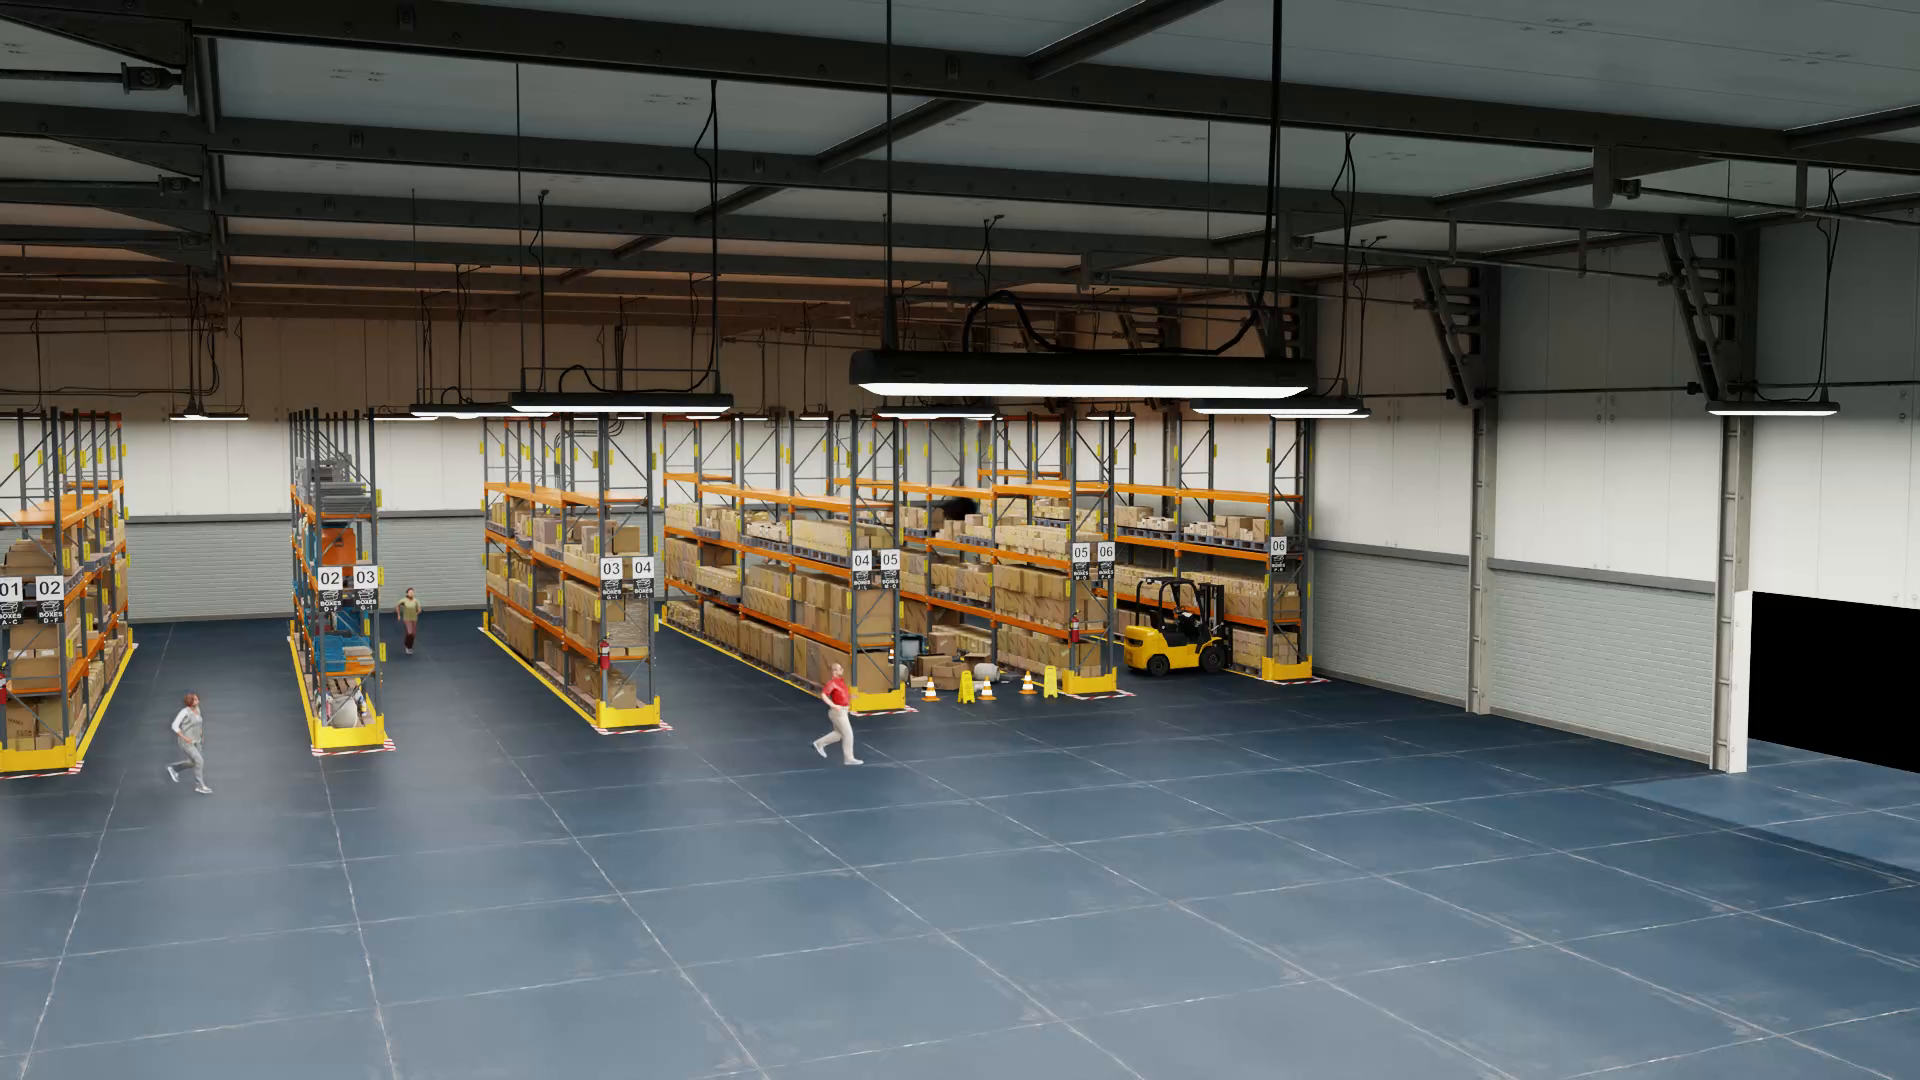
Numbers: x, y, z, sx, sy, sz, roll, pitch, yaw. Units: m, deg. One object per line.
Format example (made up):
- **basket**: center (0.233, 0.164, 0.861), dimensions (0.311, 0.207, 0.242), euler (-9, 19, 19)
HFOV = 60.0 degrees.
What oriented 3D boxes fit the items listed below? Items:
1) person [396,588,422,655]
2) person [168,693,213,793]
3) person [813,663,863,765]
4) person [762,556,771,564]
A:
- **person**: center (-13.605, 2.008, 41.143), dimensions (0.545, 1.651, 0.736), euler (-3, 5, -36)
- **person**: center (-11.982, 3.151, 25.765), dimensions (0.695, 1.572, 0.559), euler (1, 4, 8)
- **person**: center (-2.063, 2.912, 27.929), dimensions (0.901, 1.695, 0.676), euler (1, 4, 10)
- **person**: center (-5.857, 1.306, 50.223), dimensions (0.973, 1.783, 0.662), euler (-3, 5, -34)
